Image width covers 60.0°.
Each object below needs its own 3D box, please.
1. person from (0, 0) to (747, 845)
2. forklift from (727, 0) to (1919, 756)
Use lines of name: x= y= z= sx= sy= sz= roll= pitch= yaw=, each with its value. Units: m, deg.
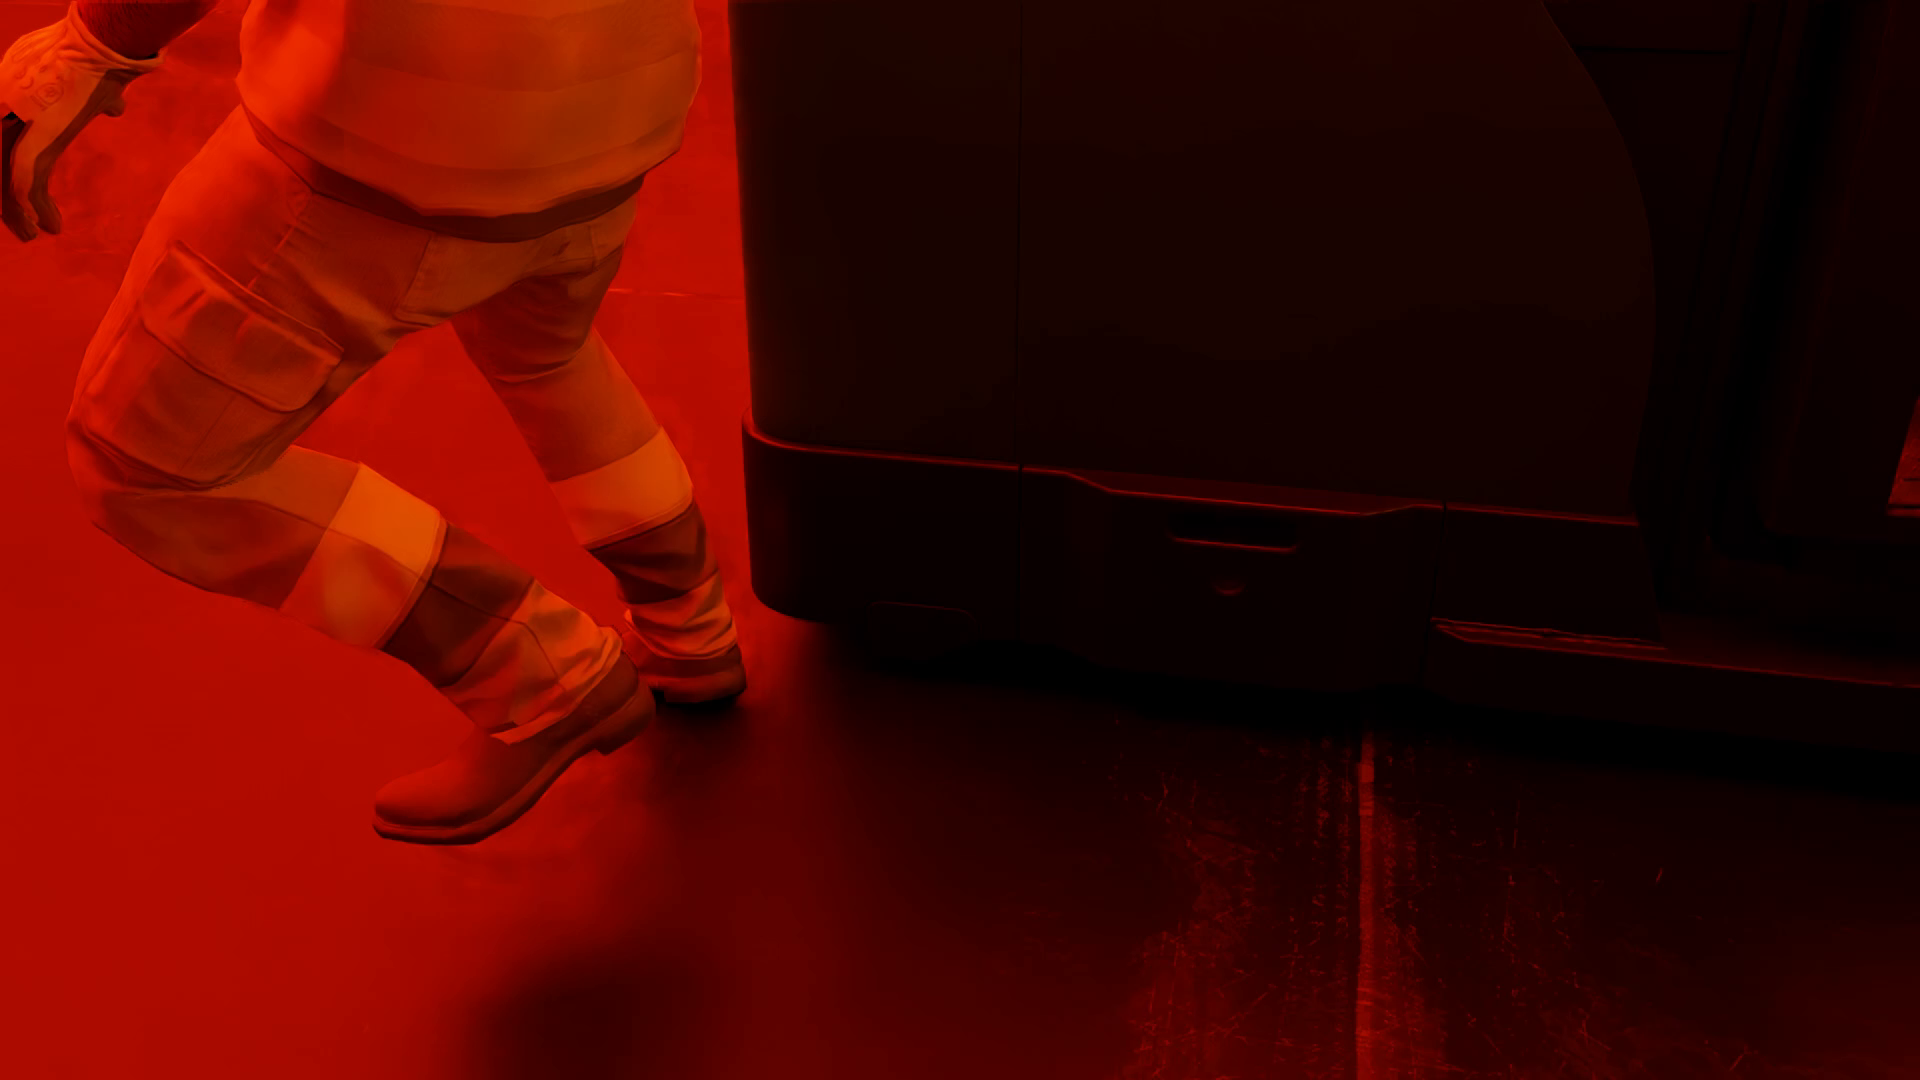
person: x=-0.474 y=-0.420 z=1.534 sx=0.549 sy=1.701 sz=0.829 roll=12 pitch=29 yaw=22
forklift: x=1.293 y=-1.236 z=1.695 sx=3.031 sy=2.935 sz=1.130 roll=6 pitch=27 yaw=11
